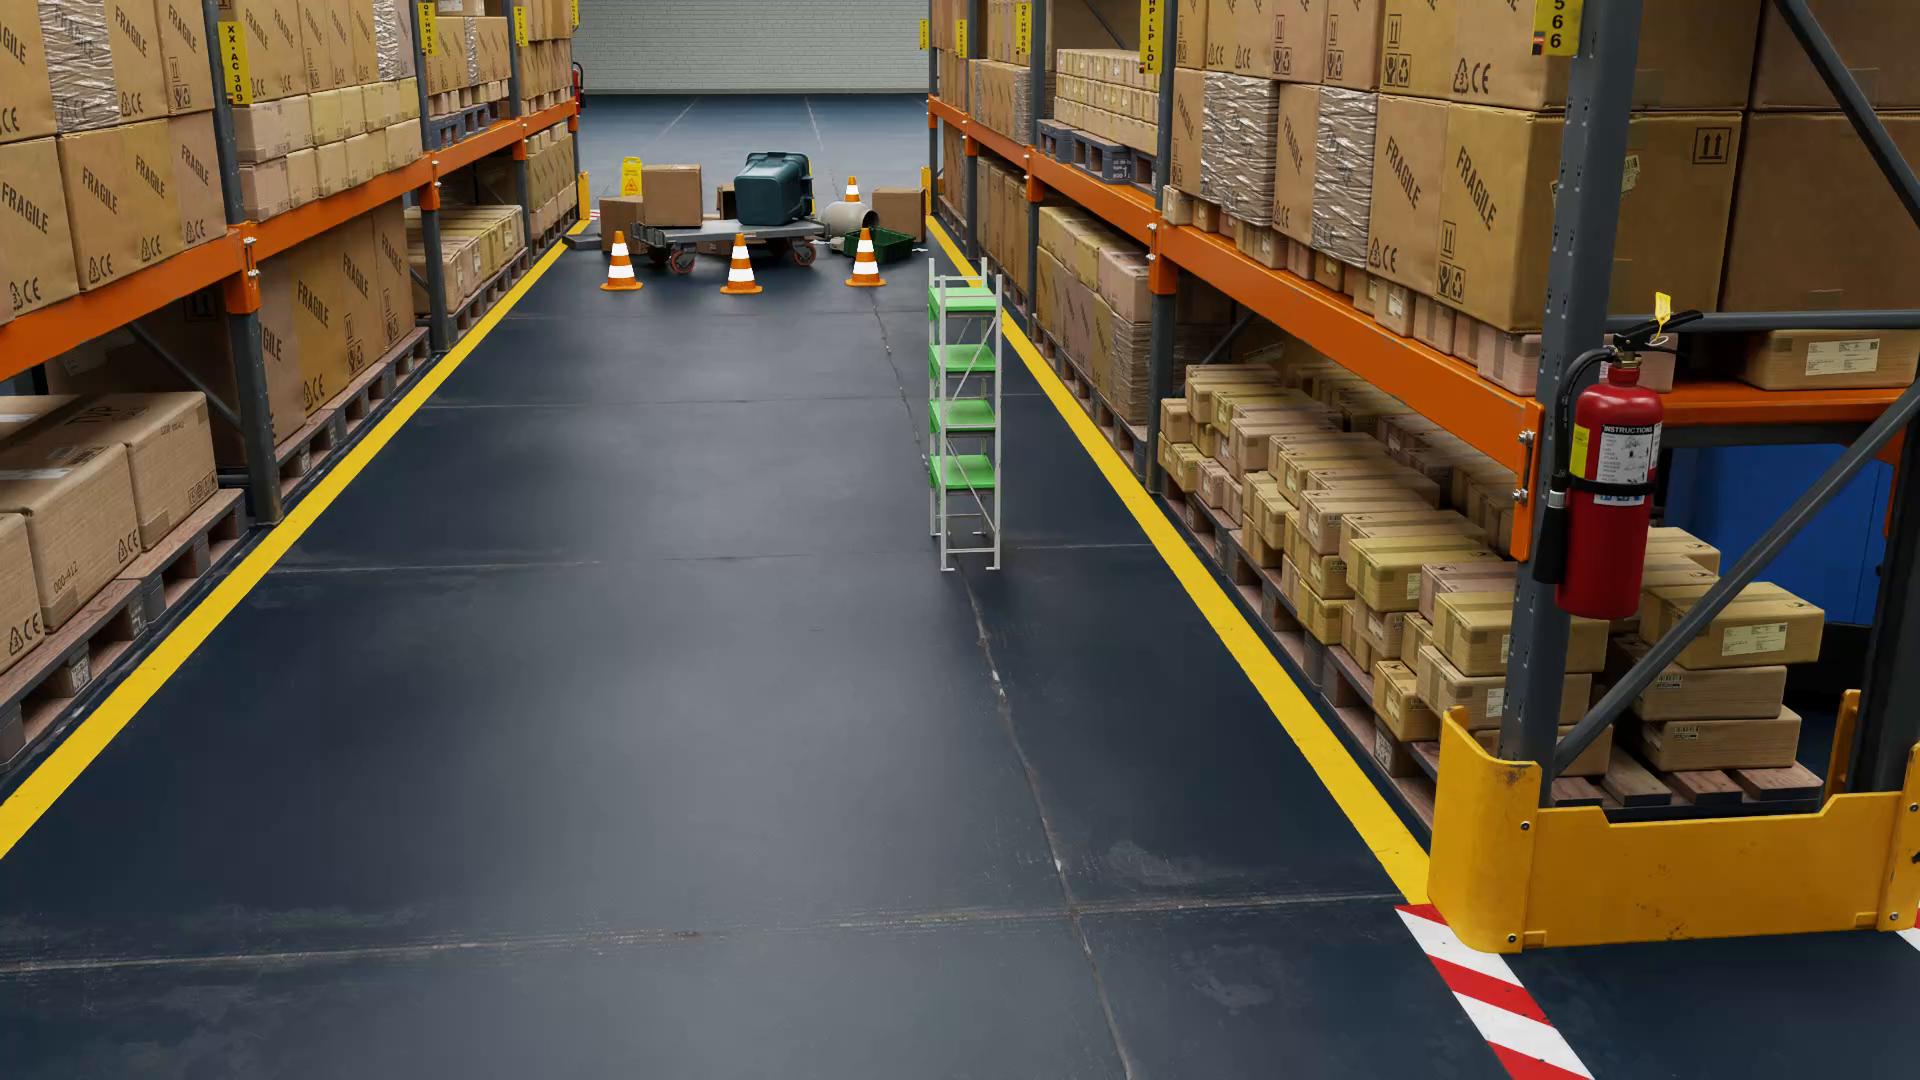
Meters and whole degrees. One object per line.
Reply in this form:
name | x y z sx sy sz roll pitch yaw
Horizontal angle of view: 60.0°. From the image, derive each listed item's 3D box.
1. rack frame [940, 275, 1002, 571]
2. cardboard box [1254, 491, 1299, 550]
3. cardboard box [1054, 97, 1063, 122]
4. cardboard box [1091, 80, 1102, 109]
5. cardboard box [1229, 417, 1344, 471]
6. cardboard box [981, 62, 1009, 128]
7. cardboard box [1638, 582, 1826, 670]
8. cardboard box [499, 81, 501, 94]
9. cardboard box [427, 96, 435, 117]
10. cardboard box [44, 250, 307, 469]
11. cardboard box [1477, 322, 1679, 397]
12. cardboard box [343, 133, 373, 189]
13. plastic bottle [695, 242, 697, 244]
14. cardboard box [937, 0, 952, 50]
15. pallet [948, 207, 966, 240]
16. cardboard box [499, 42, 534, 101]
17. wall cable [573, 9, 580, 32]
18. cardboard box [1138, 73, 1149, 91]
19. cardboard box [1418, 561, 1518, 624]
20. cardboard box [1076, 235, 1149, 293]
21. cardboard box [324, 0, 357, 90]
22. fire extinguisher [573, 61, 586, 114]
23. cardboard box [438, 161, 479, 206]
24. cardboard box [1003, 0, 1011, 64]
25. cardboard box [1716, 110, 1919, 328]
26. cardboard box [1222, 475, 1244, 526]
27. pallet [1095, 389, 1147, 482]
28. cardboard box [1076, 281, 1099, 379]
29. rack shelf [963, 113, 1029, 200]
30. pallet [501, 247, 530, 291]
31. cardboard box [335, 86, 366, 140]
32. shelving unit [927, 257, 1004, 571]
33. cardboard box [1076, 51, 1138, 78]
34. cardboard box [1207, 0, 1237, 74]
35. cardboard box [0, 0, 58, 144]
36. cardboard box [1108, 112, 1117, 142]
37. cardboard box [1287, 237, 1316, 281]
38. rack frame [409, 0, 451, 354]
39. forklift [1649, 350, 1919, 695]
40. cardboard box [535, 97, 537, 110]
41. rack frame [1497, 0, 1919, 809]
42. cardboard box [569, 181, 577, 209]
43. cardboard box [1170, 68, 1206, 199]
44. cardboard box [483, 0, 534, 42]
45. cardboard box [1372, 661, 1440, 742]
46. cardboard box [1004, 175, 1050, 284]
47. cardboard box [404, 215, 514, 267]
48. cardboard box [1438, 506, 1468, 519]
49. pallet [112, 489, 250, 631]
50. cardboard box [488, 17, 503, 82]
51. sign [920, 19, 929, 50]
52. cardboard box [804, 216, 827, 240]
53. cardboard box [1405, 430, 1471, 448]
rack frame | 0.042 -0.450 6.609 0.240 1.200 0.015 -2 18 -6
cardboard box | 1.277 -0.077 5.976 0.380 0.149 0.250 -2 18 -5
cardboard box | 0.821 -2.804 10.819 0.380 0.149 0.250 -2 18 -6
cardboard box | 0.960 -2.552 9.518 0.380 0.149 0.250 -2 18 -6
cardboard box | 1.256 -0.373 6.423 0.380 0.149 0.250 -1 17 -4
cardboard box | 0.451 -3.638 13.590 0.500 0.500 0.500 -2 18 -6
cardboard box | 2.084 0.230 4.502 0.380 0.149 0.250 -3 18 -8
cardboard box | -4.013 -3.728 13.763 0.380 0.149 0.250 -2 18 -7
cardboard box | -3.782 -2.948 11.279 0.380 0.149 0.250 -3 18 -9
cardboard box | -3.669 -0.857 7.746 0.875 0.875 0.875 -1 17 -4
cardboard box | 1.486 -0.448 4.016 0.380 0.149 0.250 -2 18 -6
cardboard box | -3.442 -2.012 8.830 0.500 0.250 0.500 -2 18 -7
plastic bottle | -2.618 -2.912 16.351 0.133 0.061 0.283 1 17 4
cardboard box | 0.221 -5.389 17.283 0.875 0.550 0.550 -2 18 -6
pallet | 0.433 -3.318 17.392 1.003 0.211 1.213 -2 18 -6
cardboard box | -4.119 -4.201 14.887 0.500 0.500 0.500 -2 18 -6
wall cable | -12.607 -15.911 48.019 3.097 2.526 0.112 -2 18 -6
cardboard box | 1.099 -2.306 8.240 0.380 0.149 0.250 -2 18 -7
cardboard box | 1.525 0.170 4.693 0.380 0.149 0.250 -1 17 -5
cardboard box | 0.951 -1.562 9.363 0.500 0.250 0.500 -3 18 -8
cardboard box | -3.474 -2.607 8.637 0.500 0.500 0.500 -2 18 -7
fire extinguisher | -4.316 -5.075 18.463 0.296 0.674 0.183 -2 18 -6
cardboard box | -4.678 -3.286 15.273 0.500 0.500 0.500 -2 18 -6
cardboard box | 0.727 -4.128 13.482 0.700 0.500 0.500 -2 18 -5
cardboard box | 2.029 -0.811 4.090 0.500 0.500 0.500 -1 17 -3
cardboard box | 1.287 -0.167 6.760 0.380 0.149 0.250 -2 18 -7
pallet | 1.306 -0.573 8.649 1.003 0.211 1.213 -2 18 -6
cardboard box | 0.960 -1.198 9.456 0.500 0.500 0.500 -2 18 -7
rack shelf | 0.769 -3.116 13.294 1.077 0.370 4.000 -2 18 -6
pallet | -4.269 -2.309 14.181 1.003 0.211 1.213 -2 18 -6
cardboard box | -3.452 -2.251 8.756 0.500 0.250 0.500 -2 18 -7
shelving unit | 0.017 -0.523 6.840 0.258 1.200 0.503 -2 18 -6
cardboard box | 0.908 -2.852 9.977 0.380 0.149 0.250 -3 18 -8
cardboard box | 1.261 -2.042 6.341 0.500 0.500 0.500 -2 18 -7
cardboard box | -3.052 -1.428 4.883 0.500 0.500 0.500 -2 18 -5
cardboard box | 1.012 -2.252 9.061 0.380 0.149 0.250 -1 17 -3
cardboard box | 1.350 -0.988 5.734 0.380 0.149 0.250 -1 17 -4
rack frame | -3.938 -2.680 10.706 1.000 3.000 0.127 -2 18 -6
forklift | 3.335 -1.258 6.292 1.130 2.935 3.031 6 18 18
cardboard box | -4.249 -4.161 15.842 0.380 0.149 0.250 -2 18 -6
rack frame | 1.800 -0.480 3.697 1.000 3.000 0.127 -2 18 -6
cardboard box | -4.410 -3.712 17.883 0.500 0.250 0.500 -2 18 -6
cardboard box | 1.188 -1.706 6.938 0.500 0.500 0.500 -2 18 -7
cardboard box | -4.180 -4.676 14.731 0.700 0.500 0.500 -2 18 -6
cardboard box | 1.411 0.456 4.774 0.380 0.149 0.250 -1 17 -4
cardboard box | 0.908 -2.435 12.979 1.050 0.750 0.750 -2 17 -5
cardboard box | -4.216 -2.448 13.653 0.950 0.372 0.625 -1 17 -2
cardboard box | 1.807 -0.015 5.778 0.380 0.149 0.250 -1 17 -3
pallet | -3.525 0.071 6.598 1.003 0.211 1.213 -2 18 -6
cardboard box | -4.022 -3.983 13.493 0.500 0.500 0.500 -2 18 -5
sign | -0.402 -5.682 18.690 0.100 0.325 0.005 -2 18 -6
cardboard box | -1.446 -3.206 16.944 0.396 0.266 0.258 1 17 4
cardboard box | 1.891 -0.311 6.225 0.380 0.149 0.250 -2 18 -8
